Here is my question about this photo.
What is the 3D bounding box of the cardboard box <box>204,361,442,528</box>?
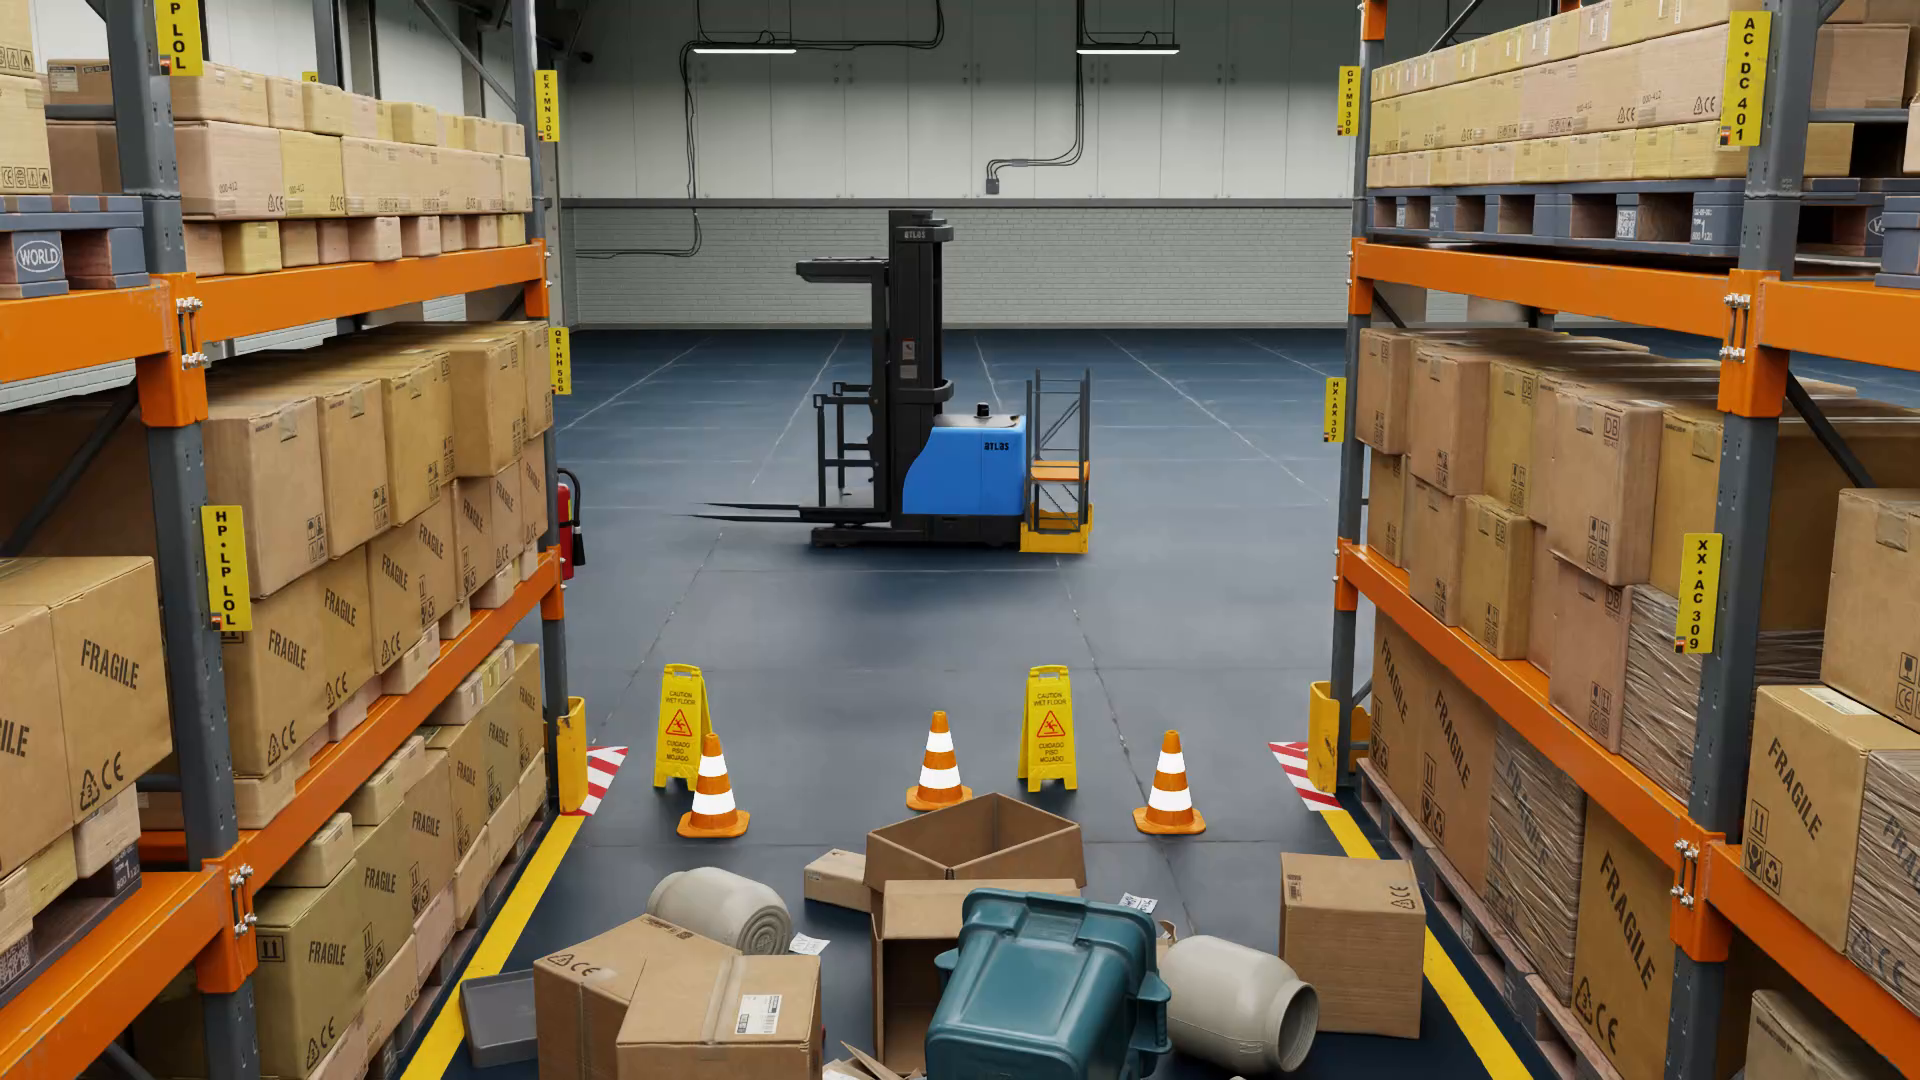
[{"bbox_3d":[-2.188,-0.331,5.630,0.700,0.500,0.500,0,11,-2],"label":"cardboard box"}]

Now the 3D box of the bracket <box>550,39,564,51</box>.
[{"bbox_3d":[-8.612,-10.574,35.496,0.235,0.232,0.430,0,11,-1],"label":"bracket"}]

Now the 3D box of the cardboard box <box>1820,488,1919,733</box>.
[{"bbox_3d":[2.539,0.163,3.944,0.700,0.500,0.500,0,11,-2],"label":"cardboard box"}]

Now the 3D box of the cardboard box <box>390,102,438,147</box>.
[{"bbox_3d":[-2.139,-1.518,6.080,0.380,0.149,0.250,0,11,0],"label":"cardboard box"}]

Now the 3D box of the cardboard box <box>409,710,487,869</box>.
[{"bbox_3d":[-2.212,0.985,6.631,0.500,0.500,0.500,-1,11,-2],"label":"cardboard box"}]

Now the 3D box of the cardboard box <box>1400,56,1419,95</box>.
[{"bbox_3d":[2.139,-2.016,7.225,0.380,0.149,0.250,0,11,-2],"label":"cardboard box"}]

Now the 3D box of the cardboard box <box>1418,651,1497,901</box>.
[{"bbox_3d":[2.541,0.953,7.103,0.875,0.875,0.875,0,11,-2],"label":"cardboard box"}]

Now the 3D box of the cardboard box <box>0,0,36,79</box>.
[{"bbox_3d":[-2.285,-1.089,3.400,0.500,0.250,0.500,0,11,0],"label":"cardboard box"}]

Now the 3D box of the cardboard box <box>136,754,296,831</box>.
[{"bbox_3d":[-2.110,0.703,4.680,0.380,0.149,0.250,0,11,-1],"label":"cardboard box"}]

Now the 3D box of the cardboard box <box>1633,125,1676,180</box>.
[{"bbox_3d":[2.190,-1.119,4.812,0.380,0.149,0.250,0,11,0],"label":"cardboard box"}]

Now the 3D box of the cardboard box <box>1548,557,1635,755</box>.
[{"bbox_3d":[2.469,0.348,5.424,0.875,0.550,0.550,0,11,-1],"label":"cardboard box"}]

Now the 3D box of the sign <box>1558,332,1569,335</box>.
[{"bbox_3d":[2.983,-0.875,8.318,0.100,0.325,0.005,0,11,-1],"label":"sign"}]

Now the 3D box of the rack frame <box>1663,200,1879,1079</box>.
[{"bbox_3d":[2.523,0.604,4.540,1.000,3.000,0.127,0,11,-1],"label":"rack frame"}]

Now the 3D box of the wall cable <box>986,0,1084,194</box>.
[{"bbox_3d":[1.777,-11.185,39.005,2.305,6.003,0.169,0,11,-1],"label":"wall cable"}]

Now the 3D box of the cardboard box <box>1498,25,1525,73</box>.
[{"bbox_3d":[2.165,-1.762,5.975,0.380,0.149,0.250,0,11,0],"label":"cardboard box"}]

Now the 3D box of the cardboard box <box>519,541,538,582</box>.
[{"bbox_3d":[-2.169,0.095,7.677,0.380,0.149,0.250,0,11,-2],"label":"cardboard box"}]

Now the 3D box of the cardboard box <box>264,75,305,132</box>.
[{"bbox_3d":[-2.135,-1.262,4.816,0.380,0.149,0.250,-1,11,-3],"label":"cardboard box"}]

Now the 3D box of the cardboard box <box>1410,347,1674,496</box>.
[{"bbox_3d":[2.388,-0.500,6.884,0.875,0.550,0.550,0,11,-1],"label":"cardboard box"}]

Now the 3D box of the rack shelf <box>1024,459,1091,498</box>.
[{"bbox_3d":[0.883,-0.555,14.928,0.538,0.185,1.000,1,12,7],"label":"rack shelf"}]

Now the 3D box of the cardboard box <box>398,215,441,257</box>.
[{"bbox_3d":[-2.143,-1.123,6.138,0.380,0.149,0.250,0,11,-2],"label":"cardboard box"}]

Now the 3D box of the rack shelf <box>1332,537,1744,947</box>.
[{"bbox_3d":[2.481,0.559,6.571,1.077,0.370,4.000,0,11,-1],"label":"rack shelf"}]

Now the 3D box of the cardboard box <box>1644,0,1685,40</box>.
[{"bbox_3d":[2.192,-1.511,4.735,0.380,0.149,0.250,0,11,-1],"label":"cardboard box"}]

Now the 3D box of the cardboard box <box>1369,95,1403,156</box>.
[{"bbox_3d":[2.194,-1.892,7.616,0.500,0.250,0.500,0,11,-1],"label":"cardboard box"}]

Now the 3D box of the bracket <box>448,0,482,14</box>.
[{"bbox_3d":[-8.435,-8.870,27.093,0.076,0.066,4.783,0,11,-1],"label":"bracket"}]

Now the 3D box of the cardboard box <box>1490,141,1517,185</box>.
[{"bbox_3d":[2.163,-1.373,6.060,0.380,0.149,0.250,0,11,-1],"label":"cardboard box"}]

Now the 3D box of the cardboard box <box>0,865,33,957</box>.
[{"bbox_3d":[-2.108,0.766,3.314,0.380,0.149,0.250,0,11,-2],"label":"cardboard box"}]

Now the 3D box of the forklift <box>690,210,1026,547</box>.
[{"bbox_3d":[-0.905,-1.475,14.959,3.031,2.935,1.130,1,12,6],"label":"forklift"}]

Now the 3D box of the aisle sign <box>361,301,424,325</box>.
[{"bbox_3d":[-2.818,-1.436,8.056,0.394,0.787,0.004,0,11,-1],"label":"aisle sign"}]

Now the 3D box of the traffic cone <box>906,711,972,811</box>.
[{"bbox_3d":[-0.105,1.100,8.472,0.336,0.463,0.334,0,11,-1],"label":"traffic cone"}]

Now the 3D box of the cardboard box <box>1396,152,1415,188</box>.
[{"bbox_3d":[2.137,-1.623,7.296,0.380,0.149,0.250,0,11,-1],"label":"cardboard box"}]

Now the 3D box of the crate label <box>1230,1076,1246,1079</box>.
[{"bbox_3d":[0.907,1.880,5.447,0.298,0.136,0.250,-10,15,-40],"label":"crate label"}]

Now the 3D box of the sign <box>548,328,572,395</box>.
[{"bbox_3d":[-1.951,-0.872,8.105,0.100,0.325,0.005,0,11,-1],"label":"sign"}]

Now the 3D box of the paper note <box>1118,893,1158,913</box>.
[{"bbox_3d":[0.774,1.575,7.224,0.144,0.017,0.142,4,12,18],"label":"paper note"}]

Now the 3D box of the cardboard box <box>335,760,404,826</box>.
[{"bbox_3d":[-2.121,0.855,5.644,0.380,0.149,0.250,0,11,1],"label":"cardboard box"}]

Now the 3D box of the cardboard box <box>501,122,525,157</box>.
[{"bbox_3d":[-2.205,-1.823,7.582,0.380,0.149,0.250,0,11,-1],"label":"cardboard box"}]

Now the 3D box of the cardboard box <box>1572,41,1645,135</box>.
[{"bbox_3d":[2.246,-1.391,5.148,0.500,0.250,0.500,0,11,-1],"label":"cardboard box"}]

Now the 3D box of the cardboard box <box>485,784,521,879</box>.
[{"bbox_3d":[-2.218,1.253,7.197,0.500,0.250,0.500,0,11,-1],"label":"cardboard box"}]

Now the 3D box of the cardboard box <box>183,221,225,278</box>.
[{"bbox_3d":[-2.183,-0.767,4.381,0.380,0.149,0.250,0,11,-2],"label":"cardboard box"}]

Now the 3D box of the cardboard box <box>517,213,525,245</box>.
[{"bbox_3d":[-2.220,-1.428,7.642,0.380,0.149,0.250,0,11,-1],"label":"cardboard box"}]

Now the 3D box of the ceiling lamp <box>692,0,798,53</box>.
[{"bbox_3d":[-4.148,-11.004,31.983,2.000,3.185,0.800,0,11,-1],"label":"ceiling lamp"}]

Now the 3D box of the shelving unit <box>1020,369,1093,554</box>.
[{"bbox_3d":[0.882,-0.730,14.883,0.587,1.500,1.083,1,12,7],"label":"shelving unit"}]

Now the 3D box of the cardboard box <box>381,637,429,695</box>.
[{"bbox_3d":[-2.127,0.449,5.934,0.380,0.149,0.250,0,11,-1],"label":"cardboard box"}]

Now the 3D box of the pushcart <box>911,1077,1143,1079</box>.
[{"bbox_3d":[-0.146,1.910,4.696,1.648,0.377,0.936,-4,12,-21],"label":"pushcart"}]

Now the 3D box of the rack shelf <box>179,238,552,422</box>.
[{"bbox_3d":[-2.465,-0.871,6.073,1.077,0.370,4.000,0,11,-1],"label":"rack shelf"}]

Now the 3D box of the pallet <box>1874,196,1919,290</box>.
[{"bbox_3d":[2.591,-0.591,3.363,0.805,0.209,1.217,-1,11,-3],"label":"pallet"}]

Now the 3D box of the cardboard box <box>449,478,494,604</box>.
[{"bbox_3d":[-2.207,-0.040,6.713,0.500,0.500,0.500,0,11,-1],"label":"cardboard box"}]

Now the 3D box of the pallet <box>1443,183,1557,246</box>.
[{"bbox_3d":[2.494,-1.228,6.244,1.003,0.211,1.213,0,11,-1],"label":"pallet"}]

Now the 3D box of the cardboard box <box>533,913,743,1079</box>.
[{"bbox_3d":[-1.086,1.649,5.666,0.500,0.500,0.500,9,15,38],"label":"cardboard box"}]

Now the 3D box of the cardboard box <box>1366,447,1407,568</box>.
[{"bbox_3d":[2.493,-0.191,8.081,0.875,0.550,0.550,0,11,-1],"label":"cardboard box"}]

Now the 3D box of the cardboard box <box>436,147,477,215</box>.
[{"bbox_3d":[-2.202,-1.390,6.450,0.500,0.250,0.500,0,11,0],"label":"cardboard box"}]
